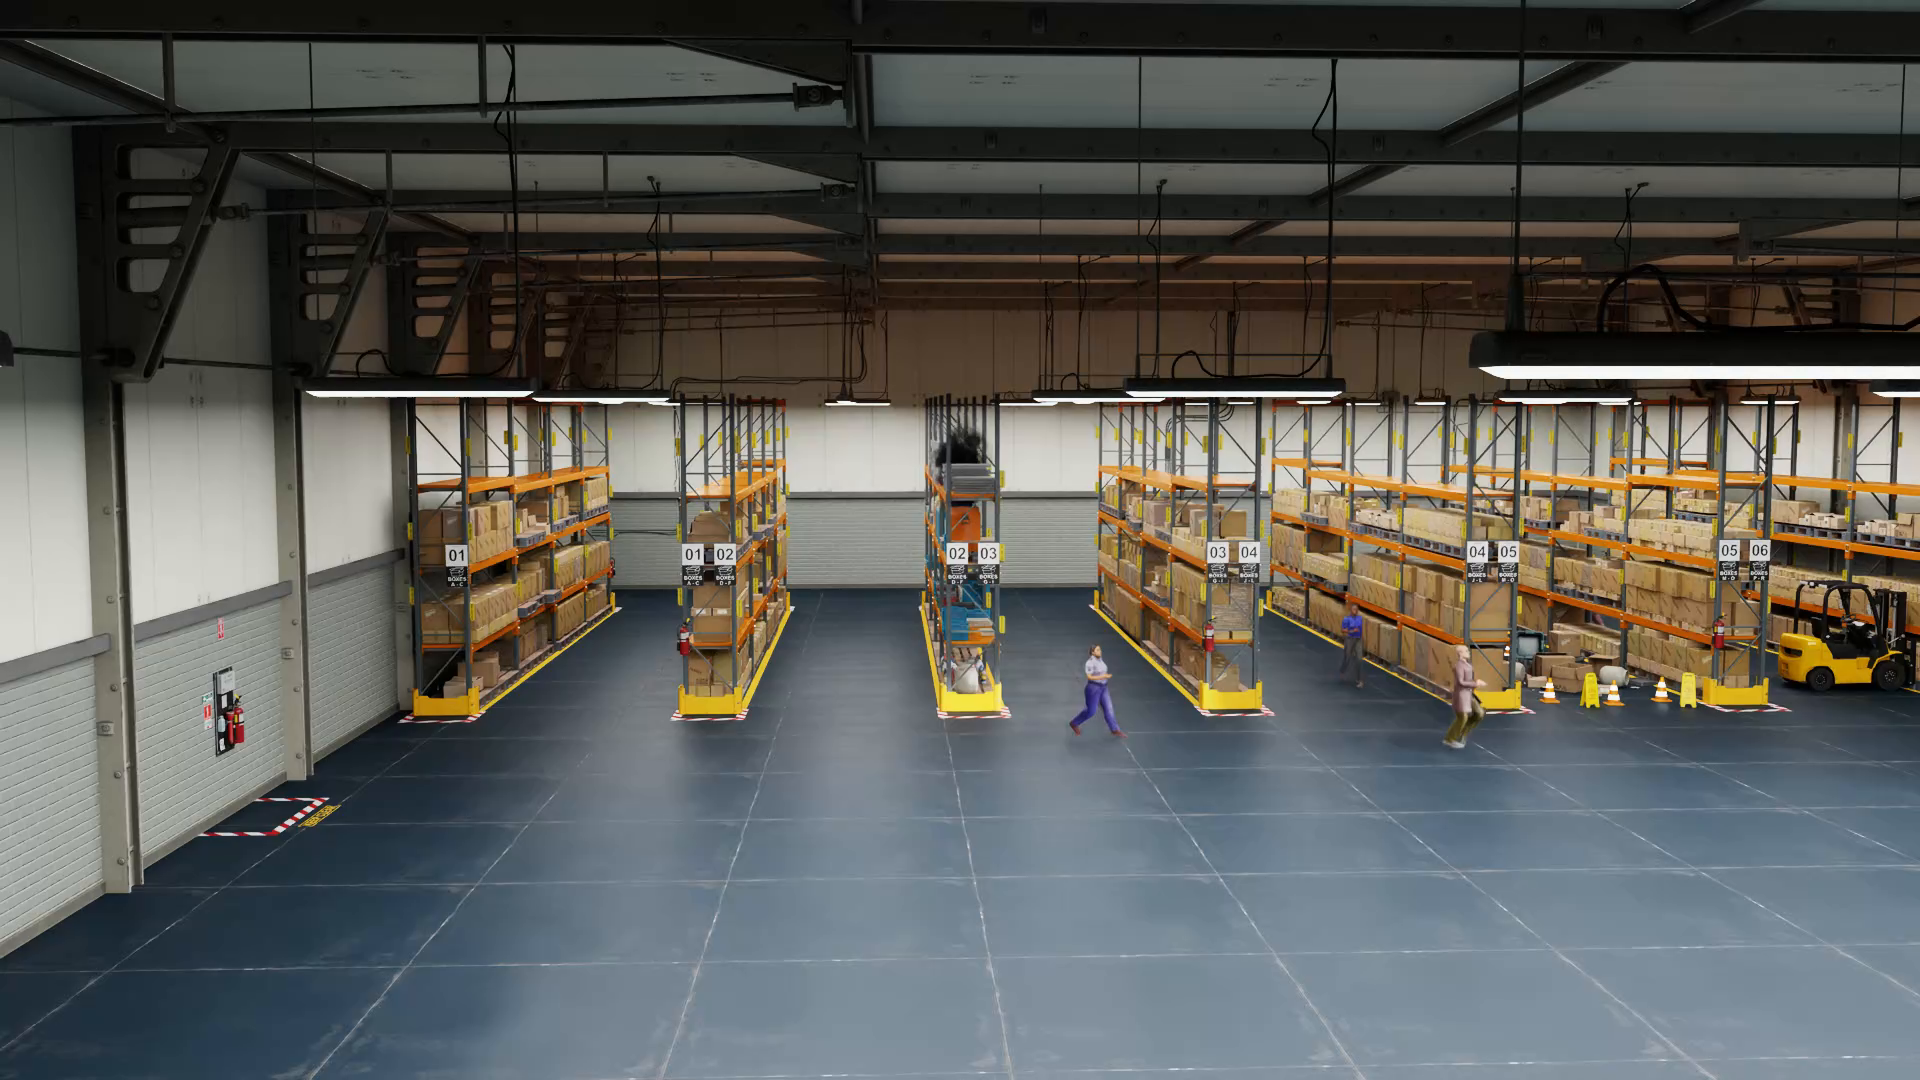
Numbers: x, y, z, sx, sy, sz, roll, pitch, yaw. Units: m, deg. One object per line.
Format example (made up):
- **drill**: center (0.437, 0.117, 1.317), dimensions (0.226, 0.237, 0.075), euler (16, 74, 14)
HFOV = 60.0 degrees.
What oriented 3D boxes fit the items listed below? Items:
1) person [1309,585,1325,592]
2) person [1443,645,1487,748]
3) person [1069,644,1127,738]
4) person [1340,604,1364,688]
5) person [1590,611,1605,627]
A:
- **person**: center (10.365, 1.021, 48.600), dimensions (0.613, 1.730, 0.710), euler (3, 6, 37)
- **person**: center (8.507, 2.635, 27.950), dimensions (0.722, 1.751, 0.703), euler (3, 5, 34)
- **person**: center (2.401, 2.601, 28.814), dimensions (1.037, 1.602, 0.613), euler (3, 5, 34)
- **person**: center (8.122, 2.160, 34.432), dimensions (0.595, 1.685, 0.870), euler (-1, 5, -11)
- **person**: center (16.217, 1.519, 42.367), dimensions (0.575, 1.652, 0.970), euler (-1, 5, -8)
